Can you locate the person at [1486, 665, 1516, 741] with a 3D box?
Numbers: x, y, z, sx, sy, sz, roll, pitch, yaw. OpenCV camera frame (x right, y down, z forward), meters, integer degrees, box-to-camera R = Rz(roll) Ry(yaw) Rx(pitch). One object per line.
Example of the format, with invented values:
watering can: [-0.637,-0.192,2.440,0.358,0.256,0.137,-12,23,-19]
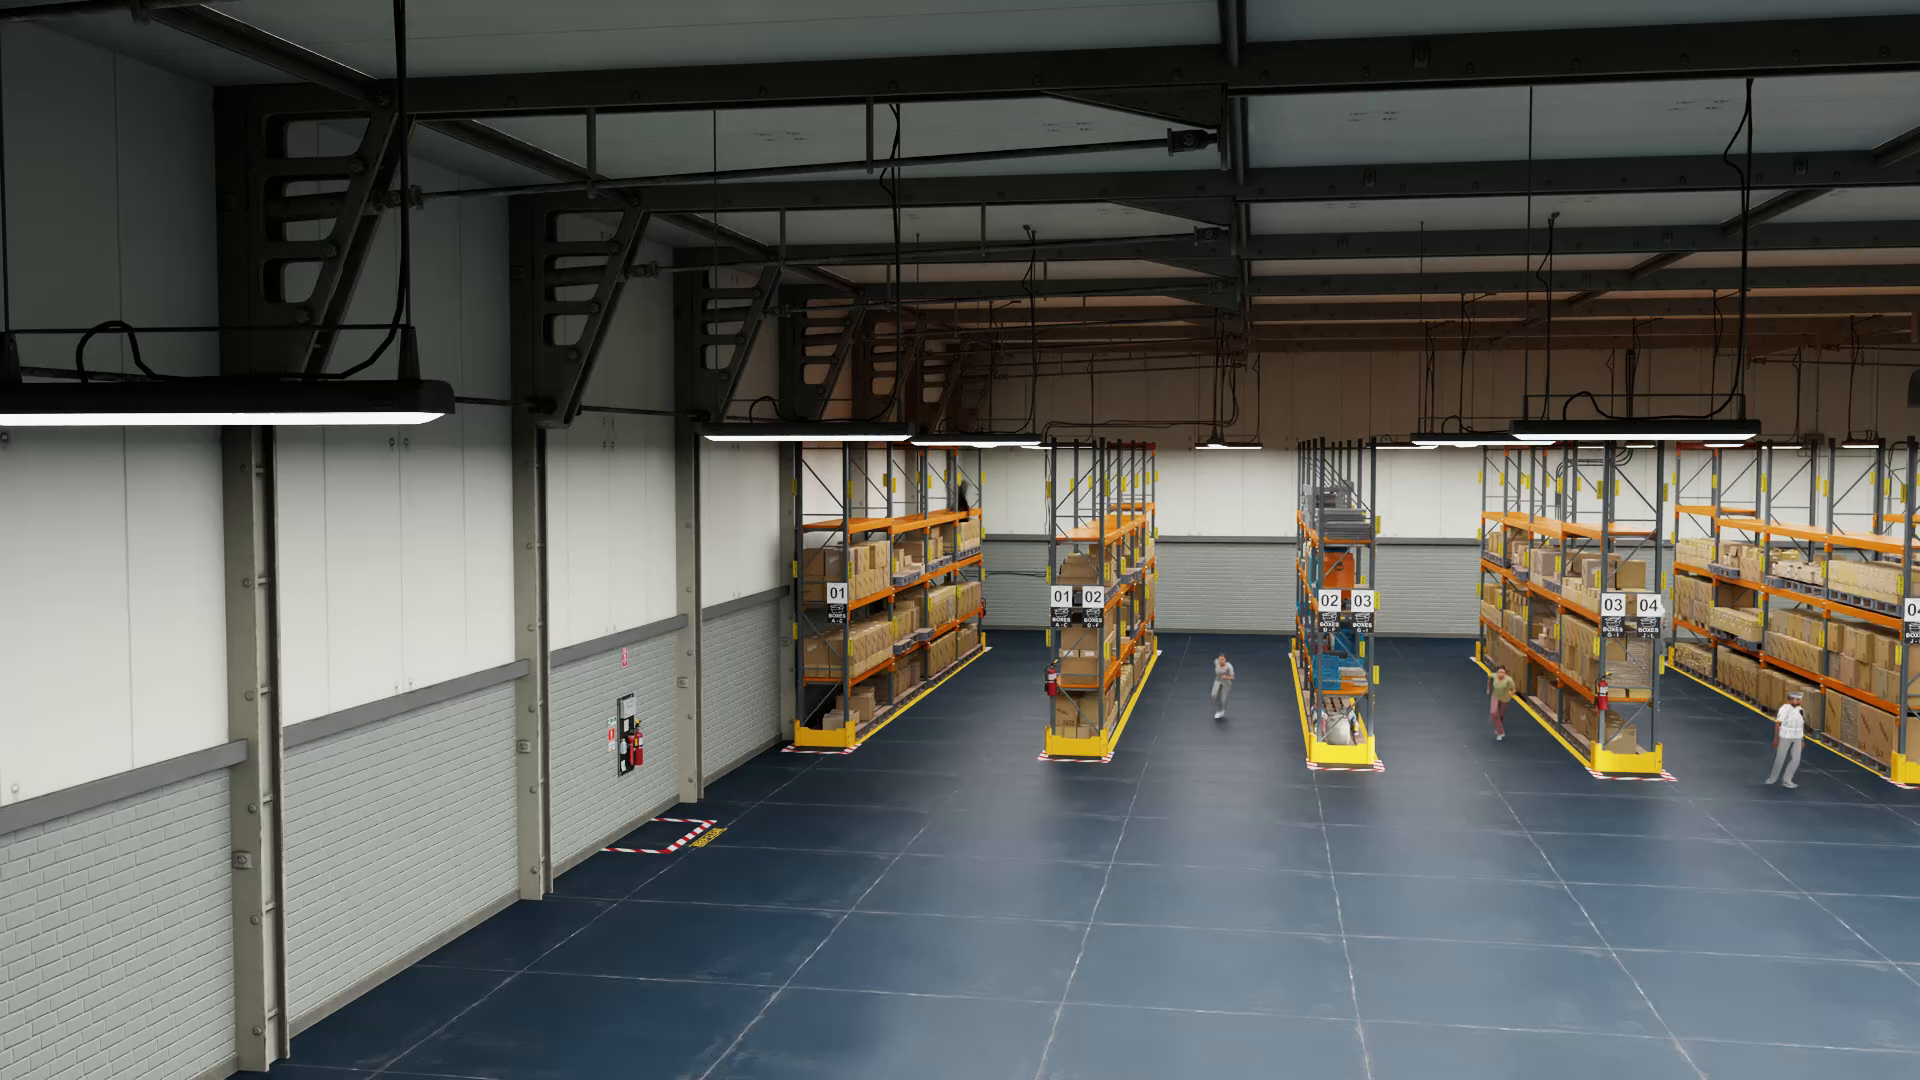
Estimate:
person: [10.809,3.196,33.189,0.589,1.503,1.014,1,3,22]

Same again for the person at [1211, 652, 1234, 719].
person: [5.639,3.087,35.553,0.536,1.452,1.062,1,3,20]

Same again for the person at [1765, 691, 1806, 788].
person: [14.104,3.395,28.402,0.582,1.646,0.471,0,3,-9]

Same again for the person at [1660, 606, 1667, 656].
person: [19.407,2.421,46.238,0.772,1.682,0.658,-1,3,-25]
